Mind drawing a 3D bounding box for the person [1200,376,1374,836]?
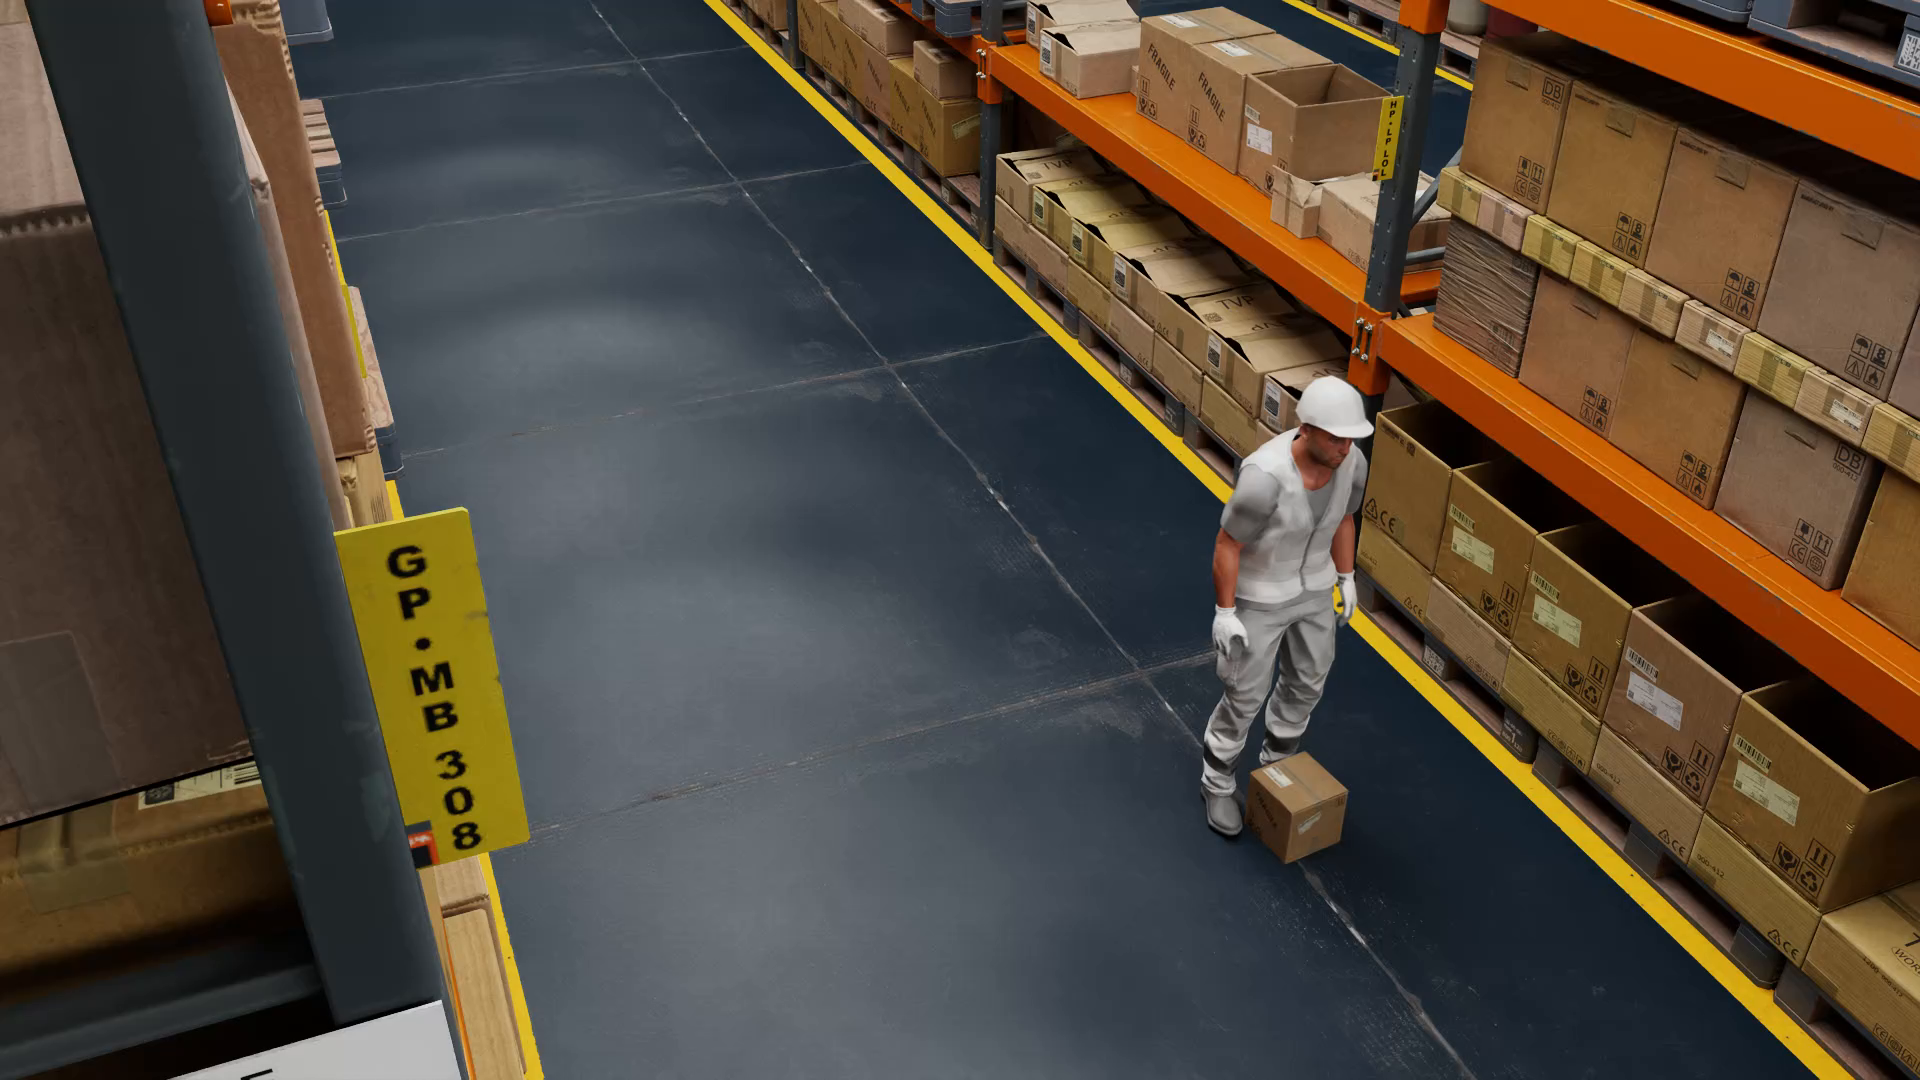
[{"bbox_3d":[1.141,0.217,5.799,0.609,1.774,0.453,-15,36,-21],"label":"person"}]
